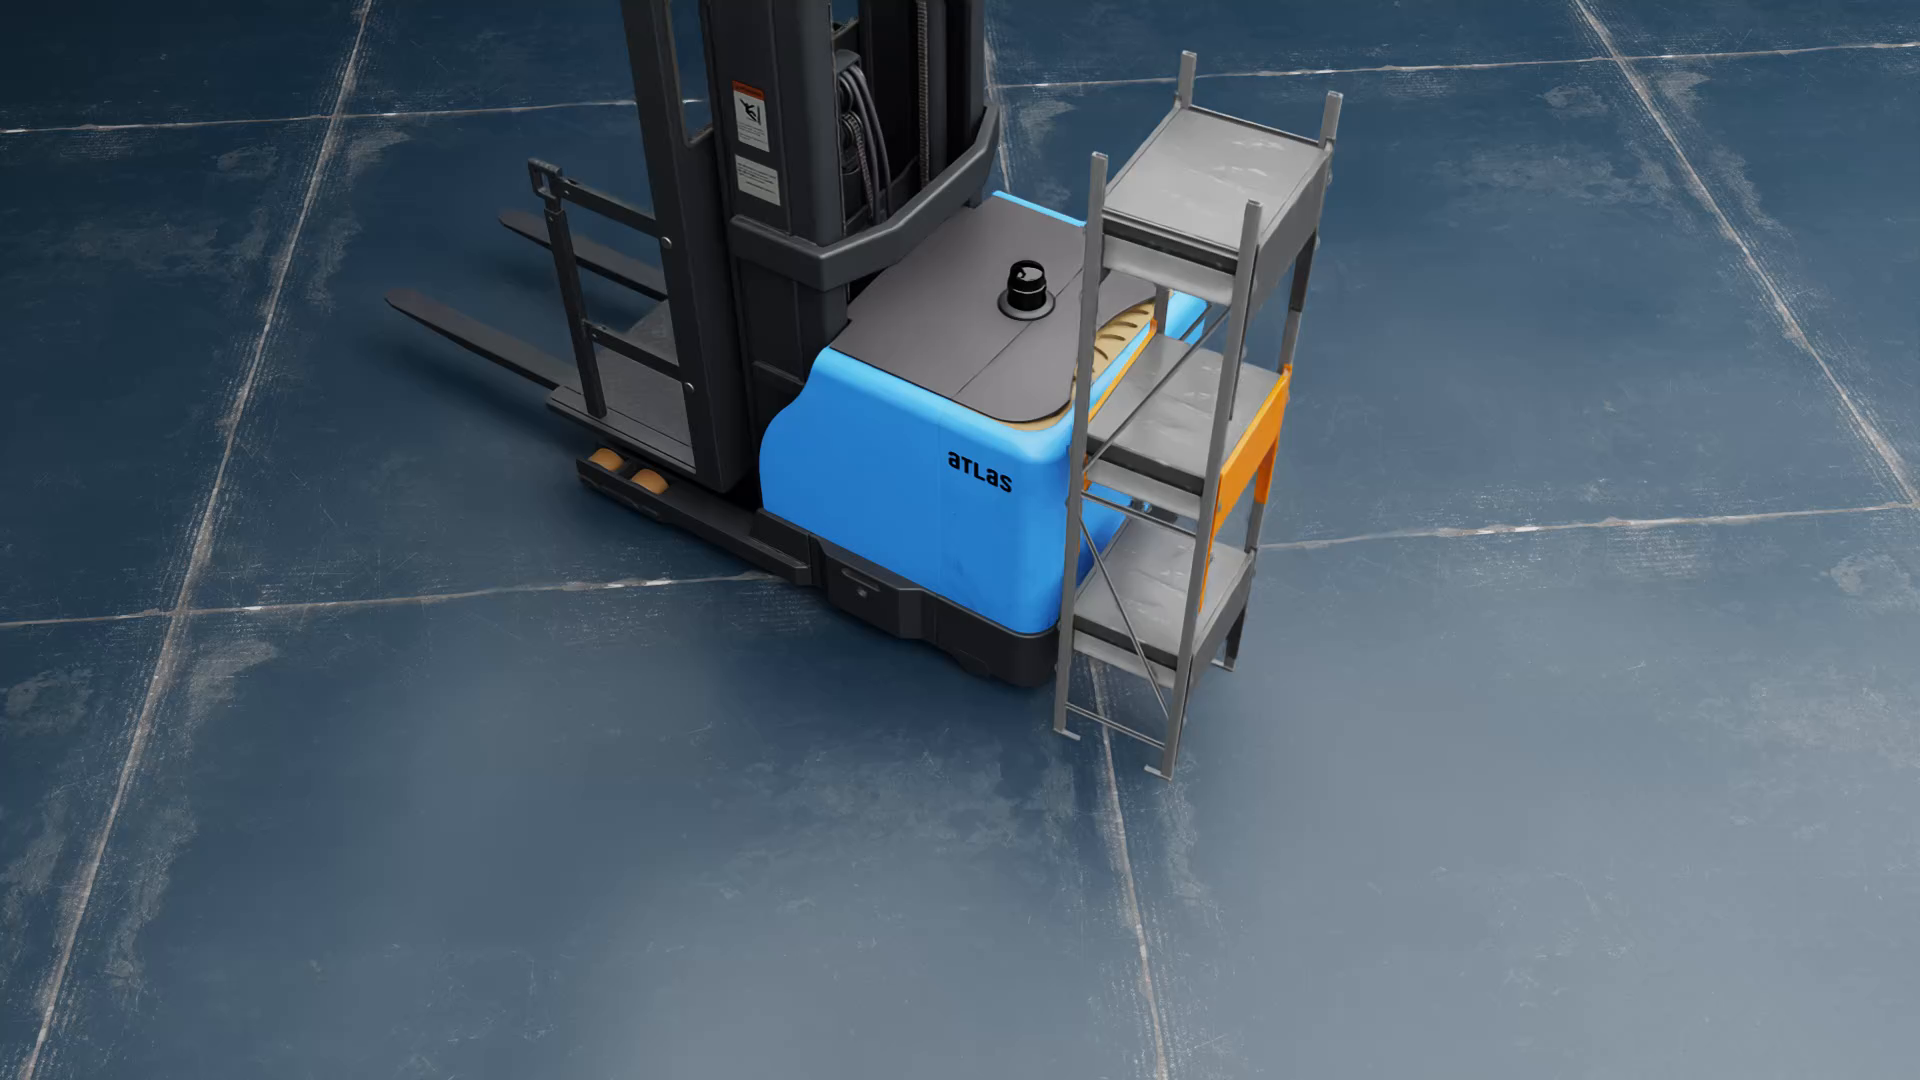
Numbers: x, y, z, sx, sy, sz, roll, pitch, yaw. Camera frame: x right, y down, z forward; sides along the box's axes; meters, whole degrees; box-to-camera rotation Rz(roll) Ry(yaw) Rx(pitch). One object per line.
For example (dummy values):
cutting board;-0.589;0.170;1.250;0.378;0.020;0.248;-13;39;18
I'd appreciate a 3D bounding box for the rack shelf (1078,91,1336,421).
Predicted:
rack shelf;0.587;-0.687;4.009;0.431;0.518;0.480;22;50;20

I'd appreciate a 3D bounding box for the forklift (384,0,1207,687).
forklift;-0.741;-1.386;5.044;3.031;2.935;1.130;25;52;22

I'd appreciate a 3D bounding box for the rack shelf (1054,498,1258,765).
rack shelf;0.587;0.275;5.026;0.431;0.518;0.480;22;50;20

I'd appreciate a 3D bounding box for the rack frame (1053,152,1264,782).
rack frame;0.468;-0.061;4.361;0.400;2.100;0.015;22;50;20

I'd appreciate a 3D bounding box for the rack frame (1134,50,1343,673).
rack frame;0.705;-0.371;4.654;0.400;2.100;0.015;22;50;20

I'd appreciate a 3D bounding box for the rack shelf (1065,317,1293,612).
rack shelf;0.587;-0.206;4.518;0.431;0.518;0.480;22;50;20

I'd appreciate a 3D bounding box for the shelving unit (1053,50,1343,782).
shelving unit;0.587;-0.216;4.508;0.431;2.100;0.503;22;50;20
